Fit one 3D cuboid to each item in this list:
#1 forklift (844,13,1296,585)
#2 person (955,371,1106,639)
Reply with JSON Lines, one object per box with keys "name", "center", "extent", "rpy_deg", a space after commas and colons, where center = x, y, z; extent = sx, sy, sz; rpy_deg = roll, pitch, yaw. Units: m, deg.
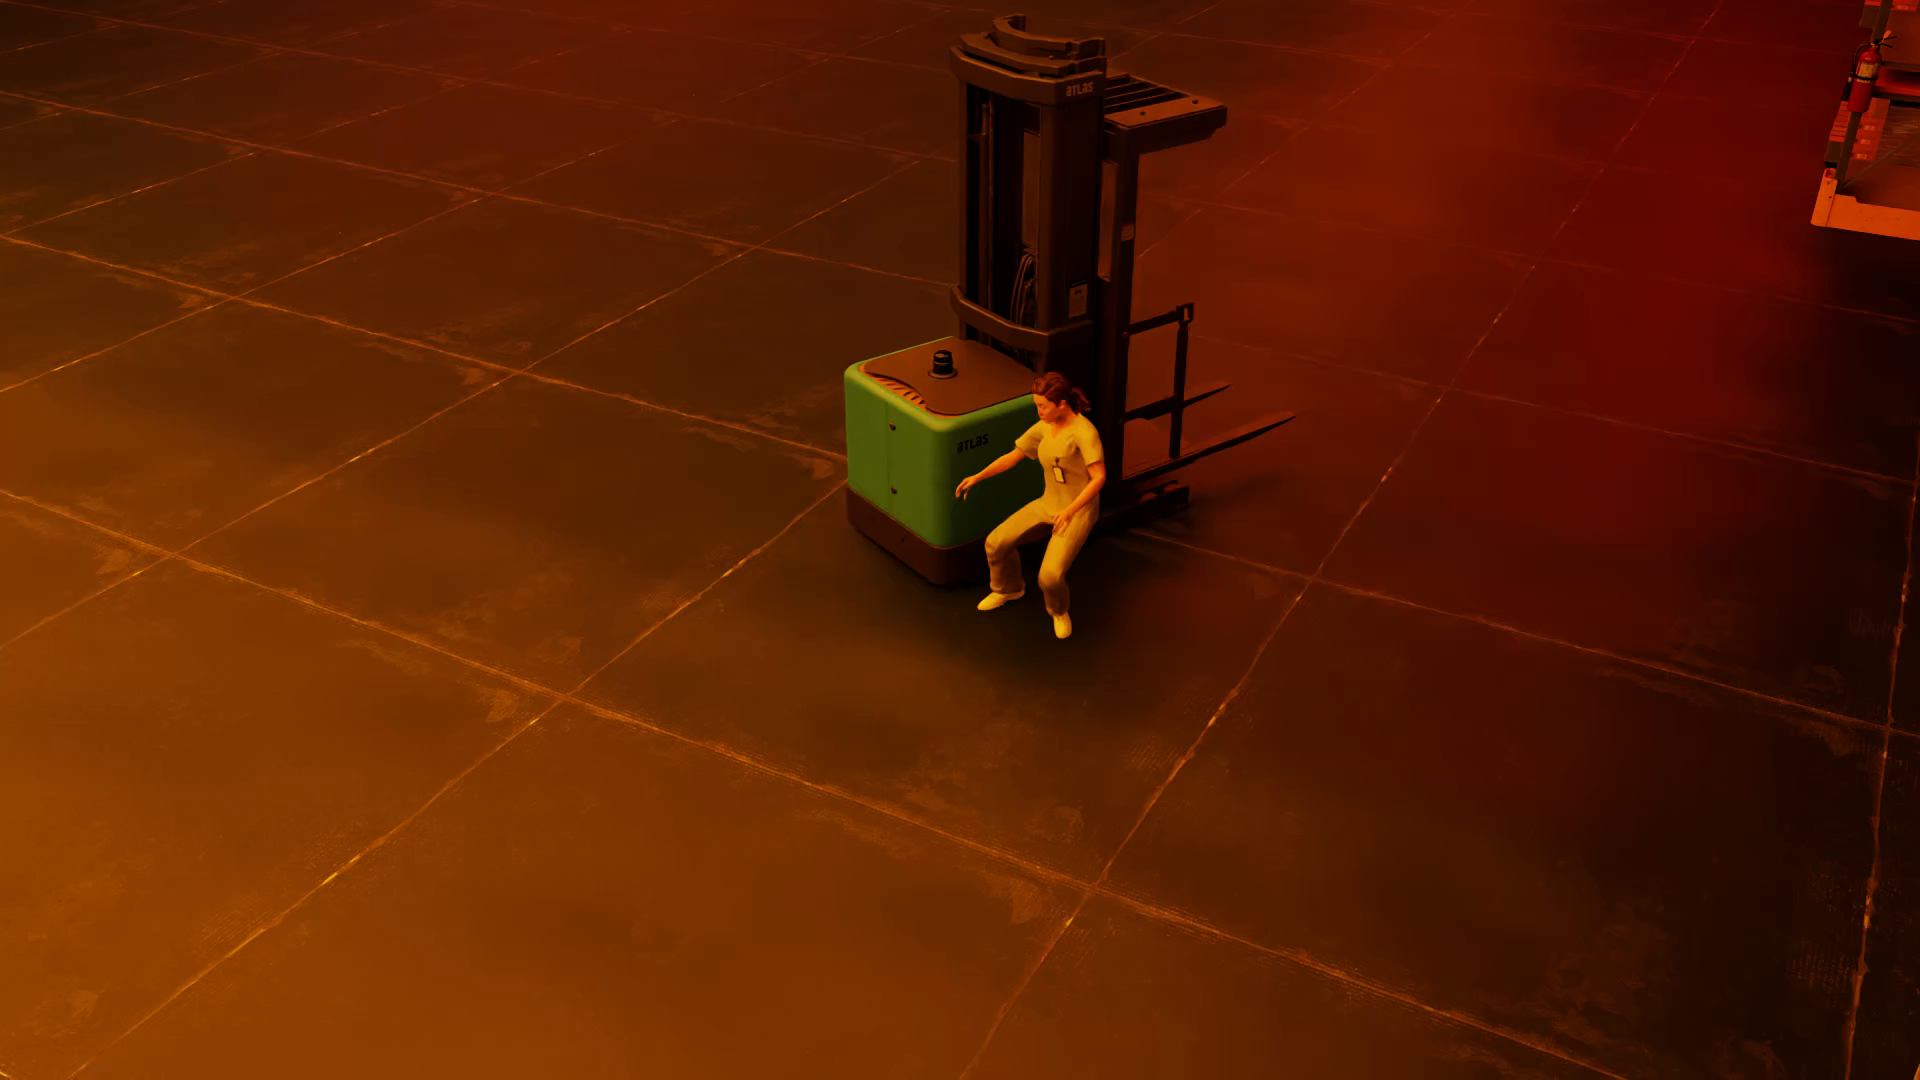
{"name": "forklift", "center": [0.803, -1.588, 9.823], "extent": [3.031, 2.935, 1.130], "rpy_deg": [-20, 36, -31]}
{"name": "person", "center": [0.398, -0.142, 8.789], "extent": [0.714, 1.503, 0.804], "rpy_deg": [-18, 35, -29]}
